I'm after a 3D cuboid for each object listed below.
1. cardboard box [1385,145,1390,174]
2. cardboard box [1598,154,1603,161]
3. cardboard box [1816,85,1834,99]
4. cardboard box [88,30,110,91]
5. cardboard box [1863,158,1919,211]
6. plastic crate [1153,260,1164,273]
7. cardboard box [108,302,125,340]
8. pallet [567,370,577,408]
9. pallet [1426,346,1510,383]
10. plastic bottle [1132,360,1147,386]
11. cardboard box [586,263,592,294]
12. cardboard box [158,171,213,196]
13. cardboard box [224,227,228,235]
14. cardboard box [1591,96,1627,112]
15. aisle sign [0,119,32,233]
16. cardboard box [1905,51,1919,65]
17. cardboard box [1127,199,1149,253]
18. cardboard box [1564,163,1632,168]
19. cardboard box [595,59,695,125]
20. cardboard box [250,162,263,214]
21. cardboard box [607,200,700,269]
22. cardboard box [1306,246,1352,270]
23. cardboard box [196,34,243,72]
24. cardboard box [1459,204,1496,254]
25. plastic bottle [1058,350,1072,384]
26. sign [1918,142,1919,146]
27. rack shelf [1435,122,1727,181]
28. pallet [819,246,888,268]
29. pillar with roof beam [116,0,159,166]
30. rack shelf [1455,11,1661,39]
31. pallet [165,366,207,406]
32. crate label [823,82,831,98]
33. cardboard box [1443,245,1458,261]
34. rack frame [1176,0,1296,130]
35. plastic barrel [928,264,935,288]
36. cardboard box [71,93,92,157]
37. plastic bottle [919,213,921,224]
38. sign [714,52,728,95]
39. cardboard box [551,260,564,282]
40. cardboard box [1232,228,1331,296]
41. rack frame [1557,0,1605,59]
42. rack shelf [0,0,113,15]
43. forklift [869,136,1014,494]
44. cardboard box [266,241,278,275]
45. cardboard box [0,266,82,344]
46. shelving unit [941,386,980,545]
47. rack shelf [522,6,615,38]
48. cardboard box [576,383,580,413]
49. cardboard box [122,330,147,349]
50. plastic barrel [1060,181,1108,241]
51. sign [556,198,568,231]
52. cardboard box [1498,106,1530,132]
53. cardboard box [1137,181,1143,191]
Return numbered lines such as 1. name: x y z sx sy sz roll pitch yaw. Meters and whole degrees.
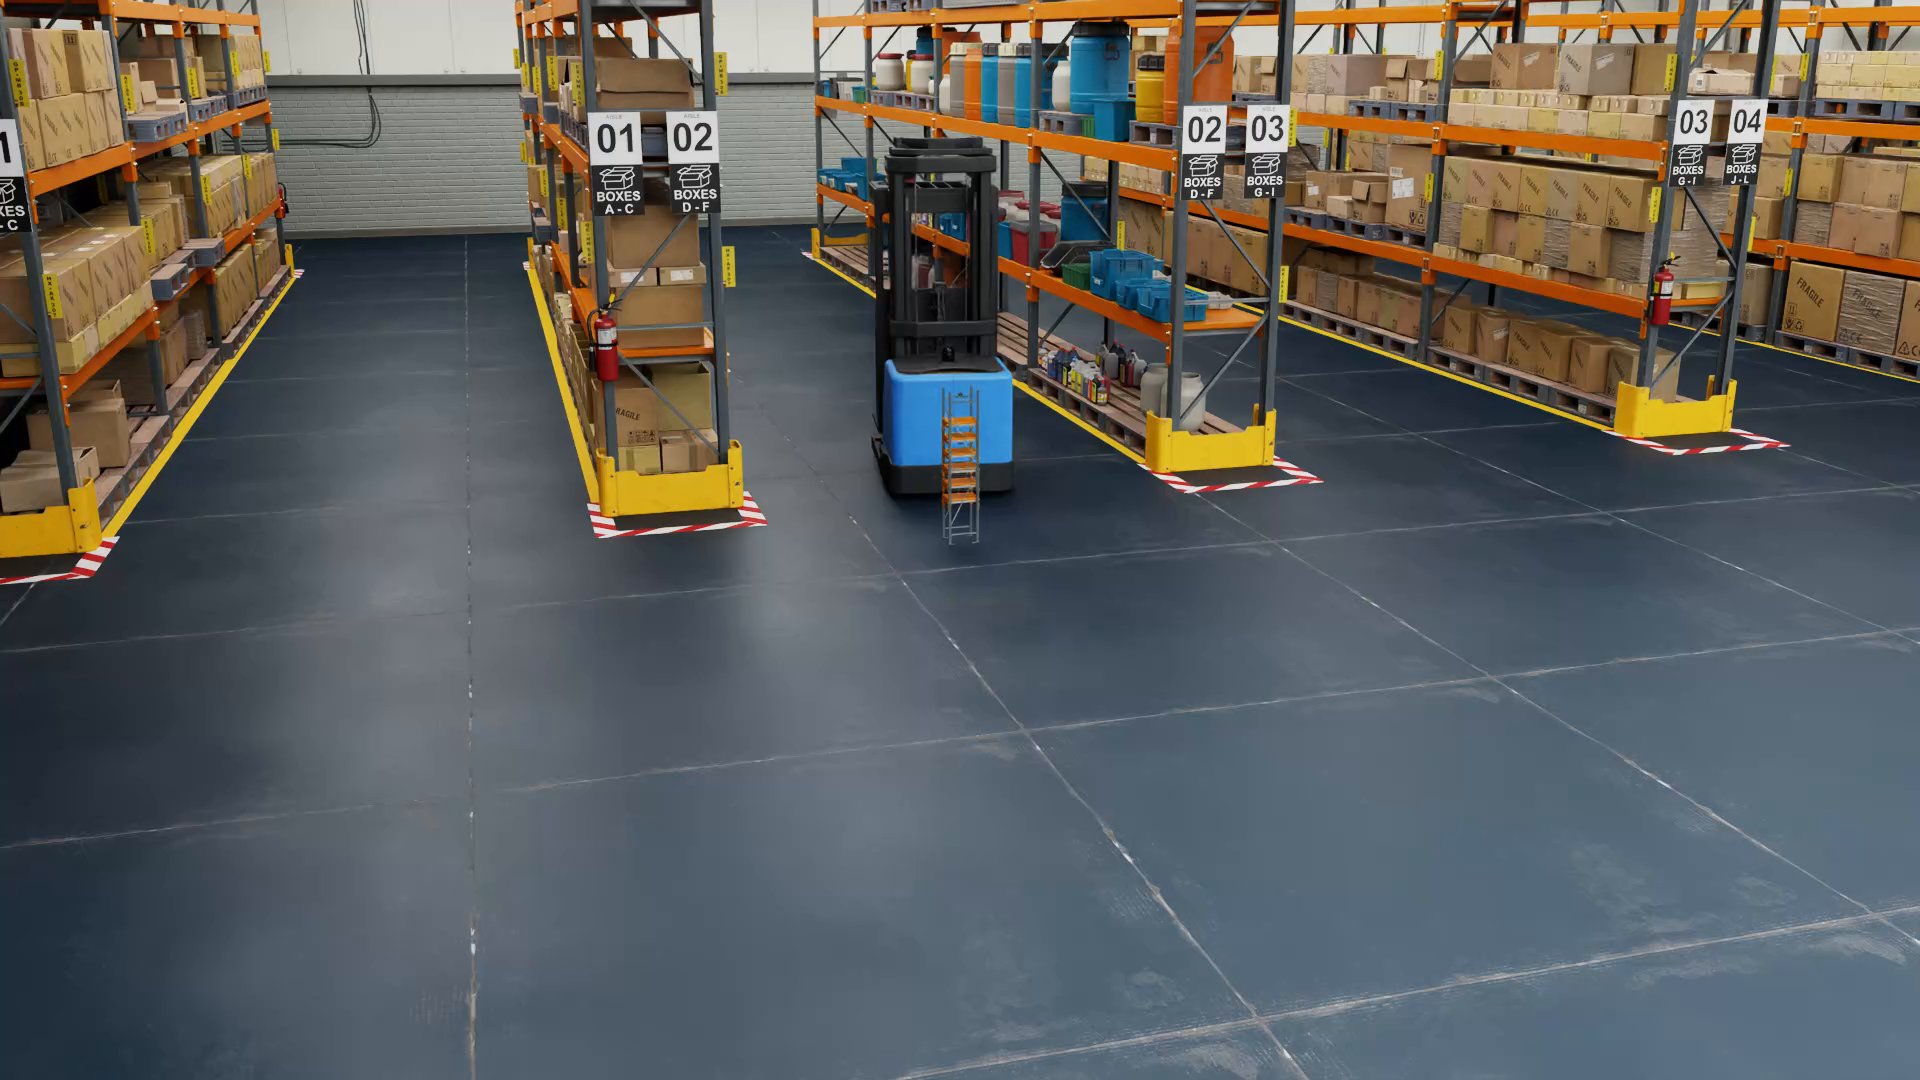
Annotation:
1. cardboard box: 7.933 -6.770 29.586 0.500 0.500 0.500 -5 17 -16
2. cardboard box: 12.391 -7.325 31.951 0.500 0.500 0.500 -5 17 -16
3. cardboard box: 10.586 -5.412 20.074 0.380 0.149 0.250 -5 17 -16
4. cardboard box: -7.712 -4.139 14.358 0.500 0.500 0.500 -4 17 -12
5. cardboard box: 11.161 -4.155 19.434 0.875 0.550 0.550 -5 17 -15
6. plastic crate: 1.819 -2.863 17.527 0.499 0.251 0.616 -5 17 -15
7. cardboard box: -7.429 -1.851 14.125 0.500 0.250 0.500 -5 17 -15
8. pallet: -3.750 -1.693 18.222 1.003 0.211 1.213 -5 17 -15
9. pallet: 6.235 -2.092 19.548 1.003 0.211 1.213 -5 17 -15
10. plastic bottle: 1.890 -1.782 17.639 0.152 0.276 0.135 -4 17 -14
11. cardboard box: -3.382 -2.754 16.731 0.700 0.500 0.500 -5 17 -17
12. cardboard box: -9.256 -4.255 19.873 0.500 0.250 0.500 -4 17 -14
13. cardboard box: -9.736 -4.037 21.580 0.380 0.149 0.250 -4 17 -14
14. cardboard box: 6.508 -4.327 16.498 0.380 0.149 0.250 -5 17 -15
15. aisle sign: -6.864 -2.578 11.801 0.394 0.787 0.004 -5 17 -15
16. cardboard box: 10.937 -5.442 18.788 0.380 0.149 0.250 -5 17 -15
17. cardboard box: 3.466 -5.444 28.826 0.875 0.875 0.875 -5 17 -15
18. cardboard box: 6.814 -3.761 17.831 0.500 0.500 0.500 -5 17 -15
19. cardboard box: -2.564 -3.635 13.472 0.797 0.503 0.637 -3 17 -11
20. cardboard box: -10.799 -5.145 24.346 0.980 0.700 0.700 -5 17 -17
21. cardboard box: -2.541 -2.536 13.750 0.700 0.500 0.500 -5 17 -15
22. cardboard box: 5.130 -3.906 23.019 0.500 0.250 0.500 -4 17 -13
23. cardboard box: -10.396 -6.840 23.350 0.500 0.500 0.500 -5 17 -16
24. cardboard box: 6.184 -3.530 18.799 0.875 0.500 0.500 -5 17 -15
25. plastic bottle: 1.129 -1.852 17.744 0.144 0.351 0.185 -5 18 -18
26. sign: 14.965 -6.062 26.044 0.100 0.325 0.005 -5 17 -15
27. rack shelf: 6.566 -4.149 17.587 1.077 0.370 4.000 -5 17 -15
28. pallet: -1.854 -4.971 29.135 1.003 0.211 1.213 -5 17 -15
29. pillar with roof beam: -7.355 -7.987 23.899 9.100 9.000 0.400 -5 17 -15
30. rack shelf: 9.164 -7.971 25.792 1.077 0.370 4.000 -5 17 -15
31. pallet: -8.826 -1.653 18.089 1.003 0.211 1.213 -5 17 -15
32. crate label: -2.101 -7.622 28.158 0.408 0.251 0.502 -5 17 -15
33. cardboard box: 5.842 -3.336 19.282 0.380 0.149 0.250 -5 17 -15
34. rack frame: 2.353 -4.985 13.906 1.000 3.000 0.127 -5 17 -15
35. plastic barrel: -0.237 -3.618 23.376 0.421 0.512 0.421 0 17 0
36. cardboard box: -7.451 -3.376 13.556 0.500 0.500 0.500 -4 17 -12
37. plastic bottle: -0.524 -4.486 23.017 0.097 0.201 0.097 0 17 0
38. sign: -1.875 -3.657 13.041 0.100 0.325 0.005 -5 17 -15
39. cardboard box: -5.111 -3.562 21.875 0.500 0.250 0.500 -4 17 -13
40. cardboard box: 4.747 -4.093 24.326 1.225 0.875 0.875 -6 18 -18
41. rack frame: 12.247 -10.586 32.552 1.000 3.000 0.127 -5 17 -15
42. rack shelf: -7.722 -4.409 13.245 1.077 0.370 4.000 -5 17 -15
43. forklift: -0.239 -2.169 15.080 1.130 2.935 3.031 -2 17 -7
44. cardboard box: -11.143 -4.434 26.116 0.700 0.500 0.500 -5 17 -15
45. cardboard box: -7.015 -1.782 12.591 0.500 0.500 0.500 -5 17 -15
46. shelving unit: 0.004 -0.571 12.766 0.258 1.200 0.189 -5 17 -15
47. rack shelf: -5.159 -6.825 21.976 1.077 0.370 4.000 -5 17 -15
48. cardboard box: -3.541 -1.421 16.519 0.500 0.250 0.500 -5 17 -15
49. cardboard box: -8.614 -2.132 17.112 0.500 0.250 0.500 -5 17 -16
50. plastic barrel: 1.439 -3.589 18.816 0.600 0.901 0.708 -5 17 -15
51. sign: -4.029 -3.299 16.846 0.100 0.325 0.005 -5 17 -15
52. cardboard box: 6.170 -4.546 17.918 0.500 0.250 0.500 -5 18 -17
53. cardboard box: 3.207 -5.974 28.064 0.380 0.149 0.250 -4 17 -14
